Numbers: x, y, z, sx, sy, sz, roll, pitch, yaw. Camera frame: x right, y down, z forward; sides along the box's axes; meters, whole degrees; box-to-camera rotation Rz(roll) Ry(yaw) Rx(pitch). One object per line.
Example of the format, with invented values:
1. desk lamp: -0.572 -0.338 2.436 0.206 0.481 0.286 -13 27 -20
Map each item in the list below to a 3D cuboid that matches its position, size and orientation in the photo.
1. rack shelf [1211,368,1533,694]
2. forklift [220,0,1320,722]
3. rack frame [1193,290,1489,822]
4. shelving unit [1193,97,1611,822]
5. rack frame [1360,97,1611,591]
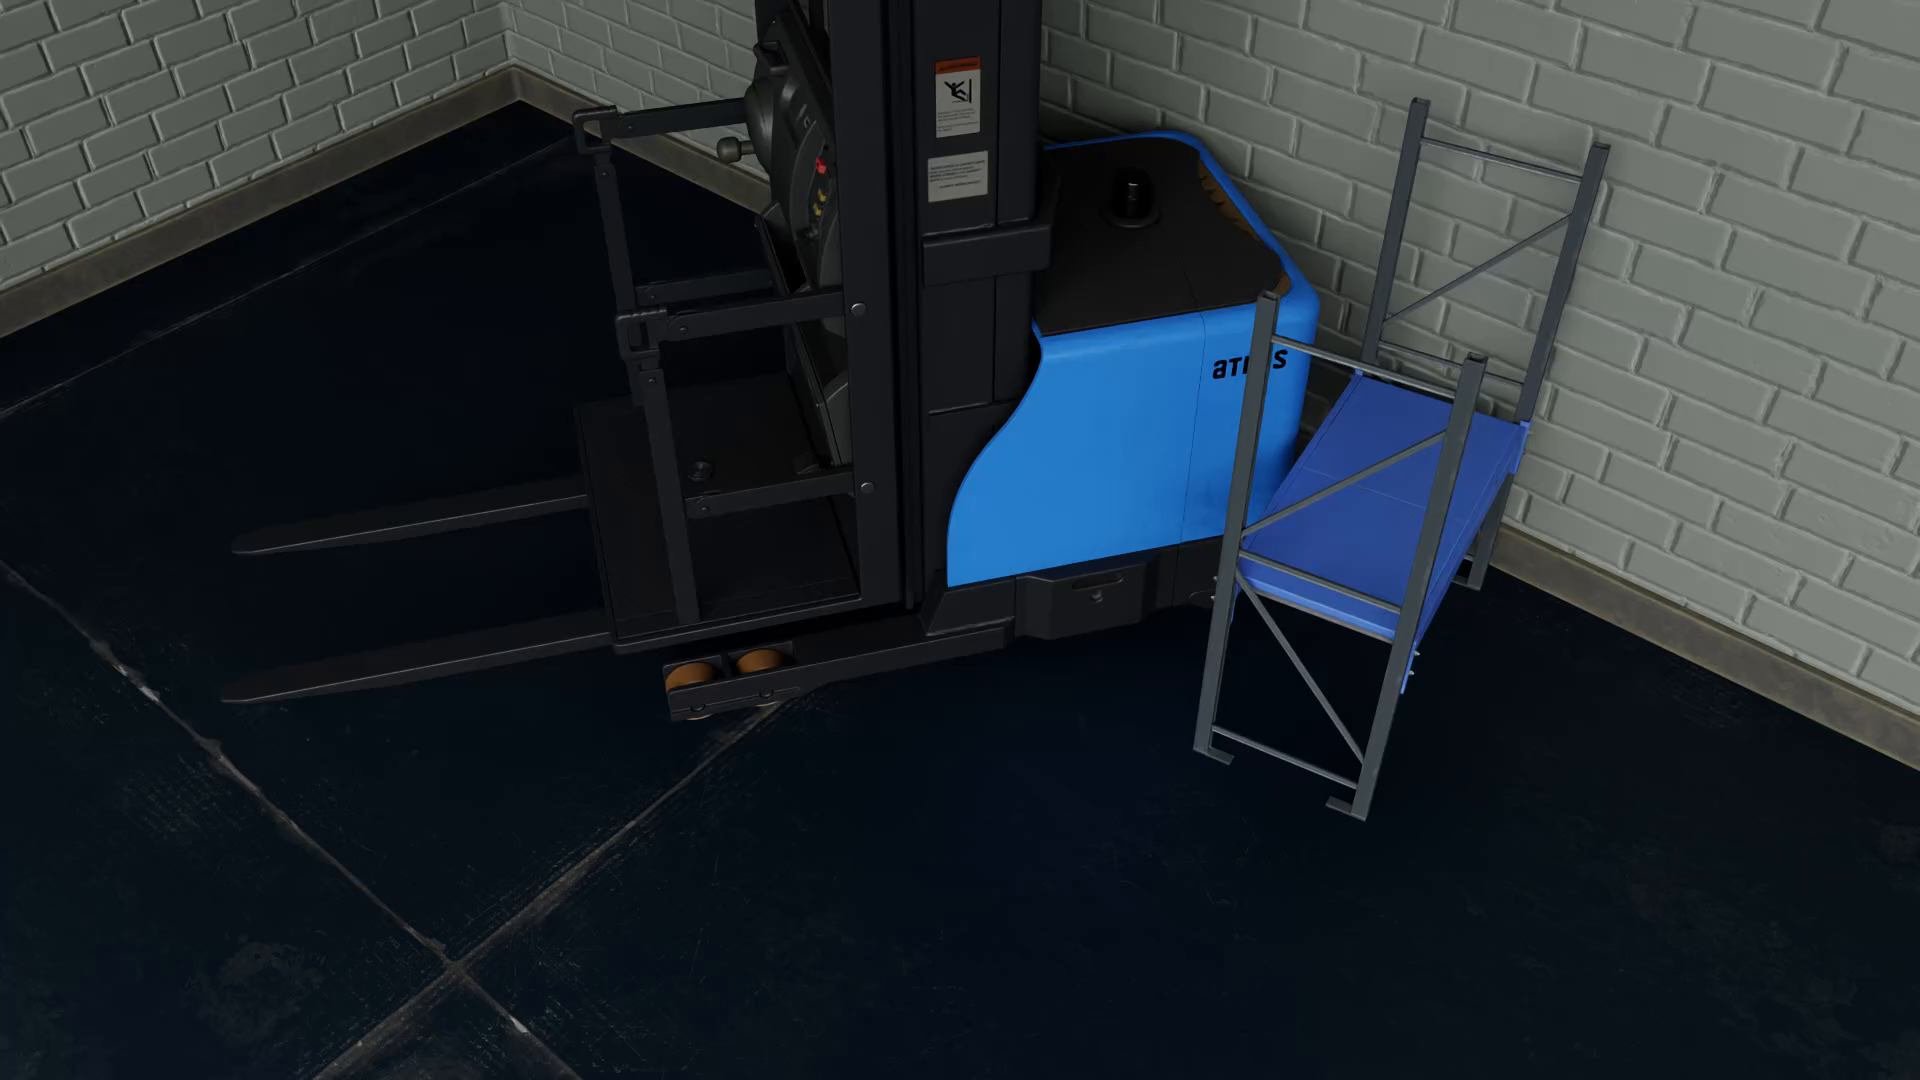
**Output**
1. rack shelf: 1.123 -0.061 4.470 0.538 0.185 1.000 21 46 22
2. forklift: -0.605 -0.973 4.142 3.031 2.935 1.130 -10 43 -11
3. rack frame: 0.869 0.102 4.023 0.500 1.500 0.032 21 46 22
4. shelving unit: 1.123 -0.194 4.349 0.538 1.500 1.048 21 46 22
5. rack frame: 1.377 -0.491 4.675 0.500 1.500 0.032 21 46 22
